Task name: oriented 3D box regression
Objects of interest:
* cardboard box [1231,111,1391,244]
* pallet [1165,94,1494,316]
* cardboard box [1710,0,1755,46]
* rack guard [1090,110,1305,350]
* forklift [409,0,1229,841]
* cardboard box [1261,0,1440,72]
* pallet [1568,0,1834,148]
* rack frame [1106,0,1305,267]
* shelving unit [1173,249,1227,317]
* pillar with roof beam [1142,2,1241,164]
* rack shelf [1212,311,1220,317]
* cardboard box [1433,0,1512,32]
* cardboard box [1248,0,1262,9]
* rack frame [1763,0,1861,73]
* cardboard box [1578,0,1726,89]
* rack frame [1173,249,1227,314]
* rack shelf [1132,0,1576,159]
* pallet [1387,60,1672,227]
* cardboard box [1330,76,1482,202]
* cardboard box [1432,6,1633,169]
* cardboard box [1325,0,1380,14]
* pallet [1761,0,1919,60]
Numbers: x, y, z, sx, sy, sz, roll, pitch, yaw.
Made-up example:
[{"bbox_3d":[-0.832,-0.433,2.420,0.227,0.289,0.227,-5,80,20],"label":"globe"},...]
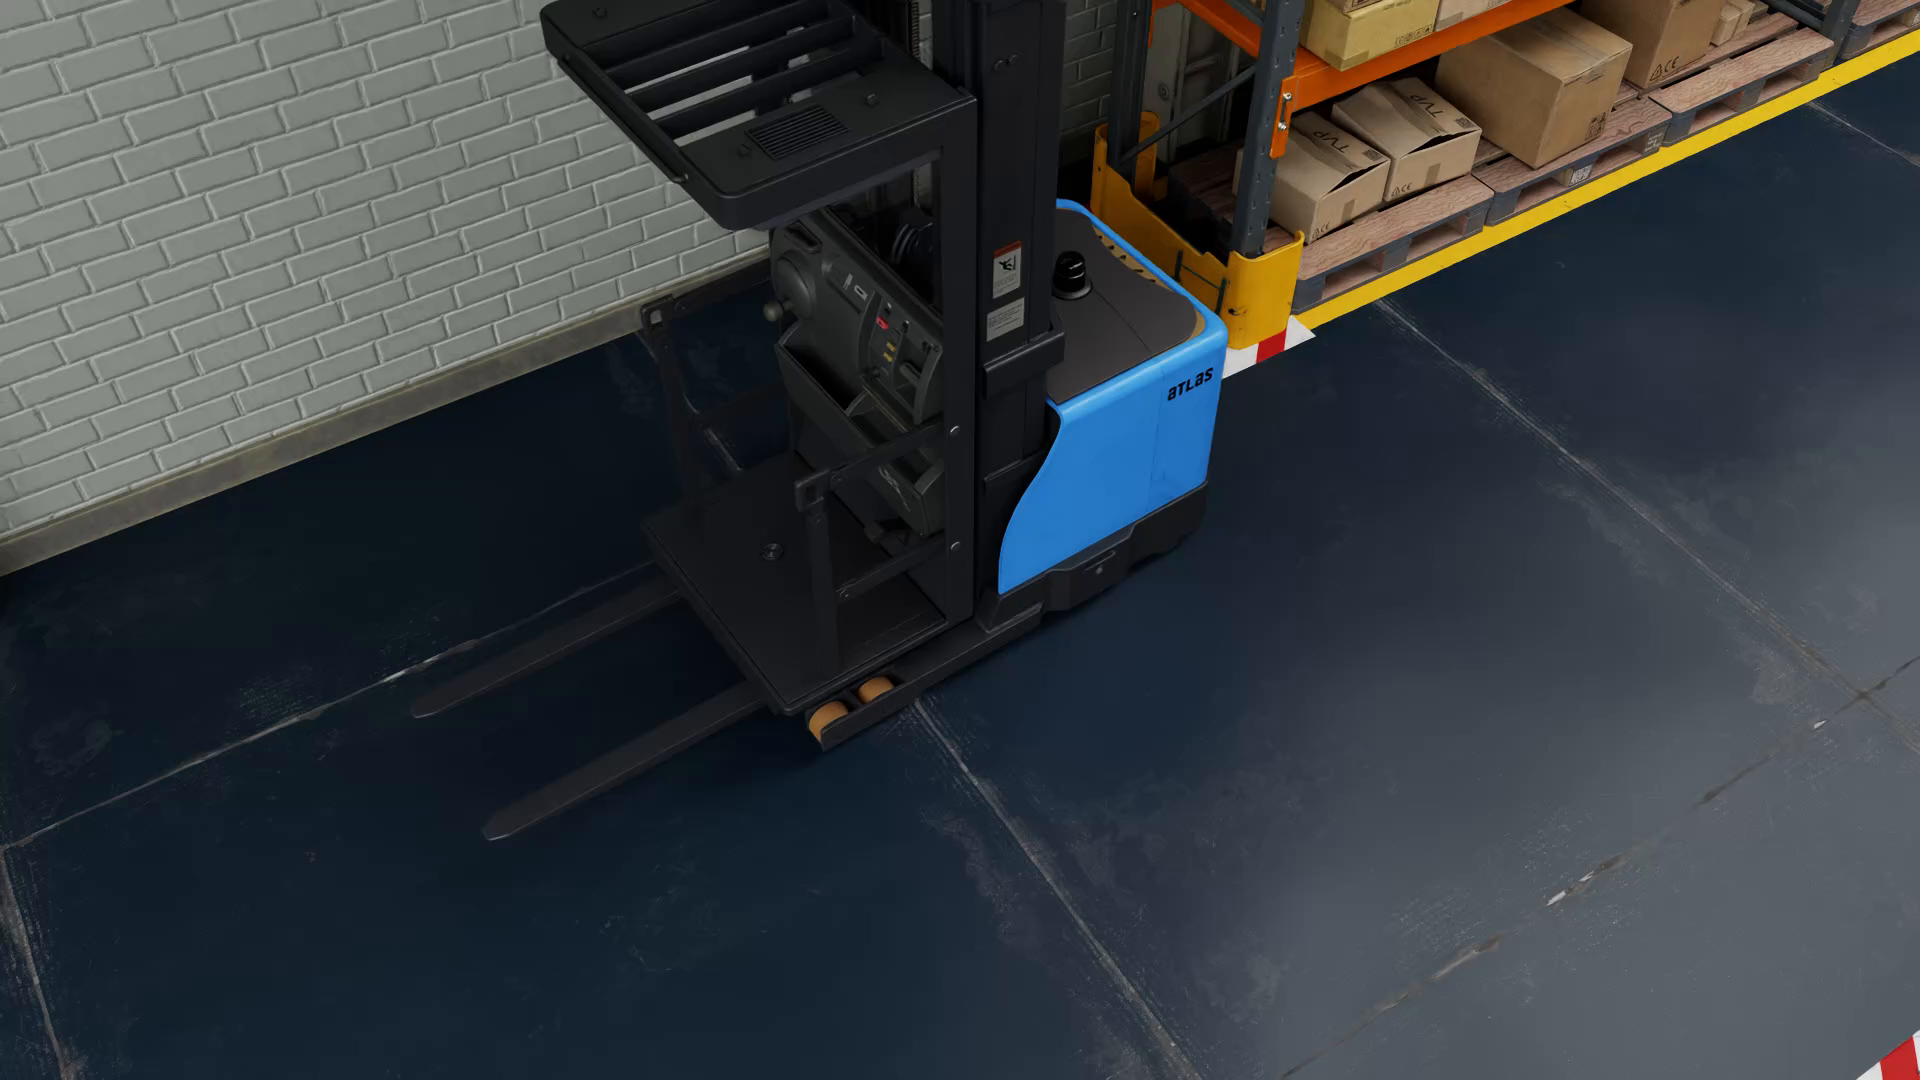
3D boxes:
[{"bbox_3d":[1.629,-1.711,7.716,0.500,0.311,0.500,-31,55,-25],"label":"cardboard box"},{"bbox_3d":[1.766,-1.644,8.018,1.213,0.211,1.003,-25,53,-21],"label":"pallet"},{"bbox_3d":[3.942,-2.806,8.788,0.250,0.166,0.380,-32,56,-25],"label":"cardboard box"},{"bbox_3d":[1.060,-1.439,7.642,0.348,0.500,1.175,-25,53,-21],"label":"rack guard"},{"bbox_3d":[-0.517,-0.684,5.342,3.031,2.935,1.130,-28,54,-23],"label":"forklift"},{"bbox_3d":[1.578,-2.191,6.725,0.500,0.250,0.500,-27,54,-22],"label":"cardboard box"},{"bbox_3d":[3.829,-2.617,8.884,1.213,0.211,1.003,-25,53,-21],"label":"pallet"},{"bbox_3d":[0.996,-2.240,6.682,0.127,3.000,1.000,-25,53,-21],"label":"rack frame"},{"bbox_3d":[0.851,-0.725,6.729,0.258,0.900,0.210,38,59,25],"label":"shelving unit"},{"bbox_3d":[3.423,-2.341,2.755,0.400,9.000,9.100,-25,53,-21],"label":"pillar with roof beam"},{"bbox_3d":[0.860,-0.875,6.547,0.258,0.077,0.200,38,59,25],"label":"rack shelf"},{"bbox_3d":[2.009,-2.407,6.917,0.500,0.250,0.500,-27,54,-22],"label":"cardboard box"},{"bbox_3d":[1.287,-2.505,7.005,0.500,0.250,0.500,-25,53,-20],"label":"cardboard box"},{"bbox_3d":[4.379,-3.834,8.101,0.127,3.000,1.000,-25,53,-21],"label":"rack frame"},{"bbox_3d":[3.522,-2.710,8.479,0.500,0.500,0.500,-29,54,-23],"label":"cardboard box"},{"bbox_3d":[0.923,-0.779,6.777,0.240,0.900,0.006,38,59,25],"label":"rack frame"},{"bbox_3d":[2.687,-2.798,7.660,4.000,0.370,1.077,-25,53,-21],"label":"rack shelf"},{"bbox_3d":[2.796,-2.127,8.448,1.213,0.211,1.003,-25,53,-21],"label":"pallet"},{"bbox_3d":[2.111,-1.938,7.919,0.500,0.311,0.500,-21,52,-18],"label":"cardboard box"},{"bbox_3d":[2.758,-2.262,8.080,0.500,0.500,0.700,-28,54,-23],"label":"cardboard box"},{"bbox_3d":[1.560,-2.447,6.450,0.500,0.500,0.500,-25,53,-21],"label":"cardboard box"},{"bbox_3d":[5.036,-3.218,9.419,1.213,0.211,1.003,-25,53,-21],"label":"pallet"}]
